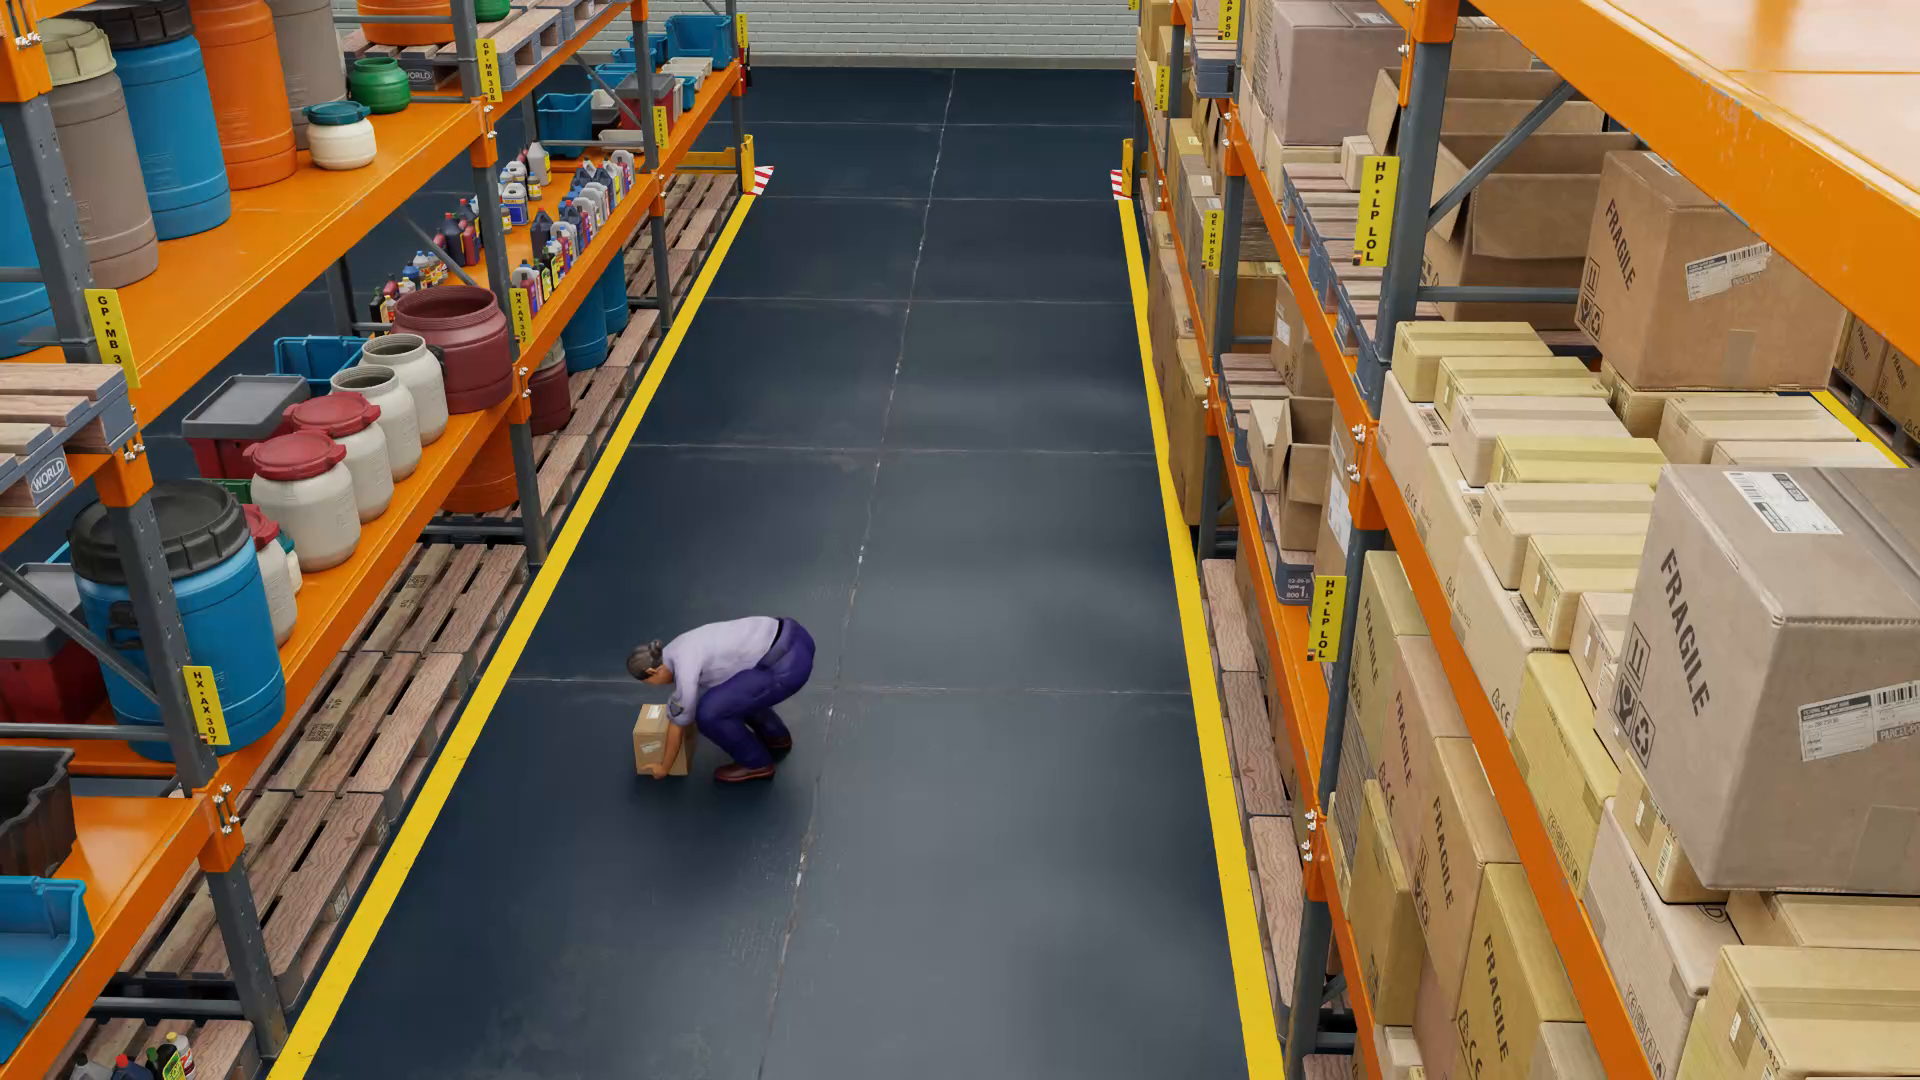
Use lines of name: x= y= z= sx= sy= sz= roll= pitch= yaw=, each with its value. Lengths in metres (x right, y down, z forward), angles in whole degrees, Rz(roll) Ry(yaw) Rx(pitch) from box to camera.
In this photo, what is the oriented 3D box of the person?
person: x=-1.156 y=0.755 z=8.129 sx=0.902 sy=0.806 sz=0.510 roll=0 pitch=28 yaw=0
